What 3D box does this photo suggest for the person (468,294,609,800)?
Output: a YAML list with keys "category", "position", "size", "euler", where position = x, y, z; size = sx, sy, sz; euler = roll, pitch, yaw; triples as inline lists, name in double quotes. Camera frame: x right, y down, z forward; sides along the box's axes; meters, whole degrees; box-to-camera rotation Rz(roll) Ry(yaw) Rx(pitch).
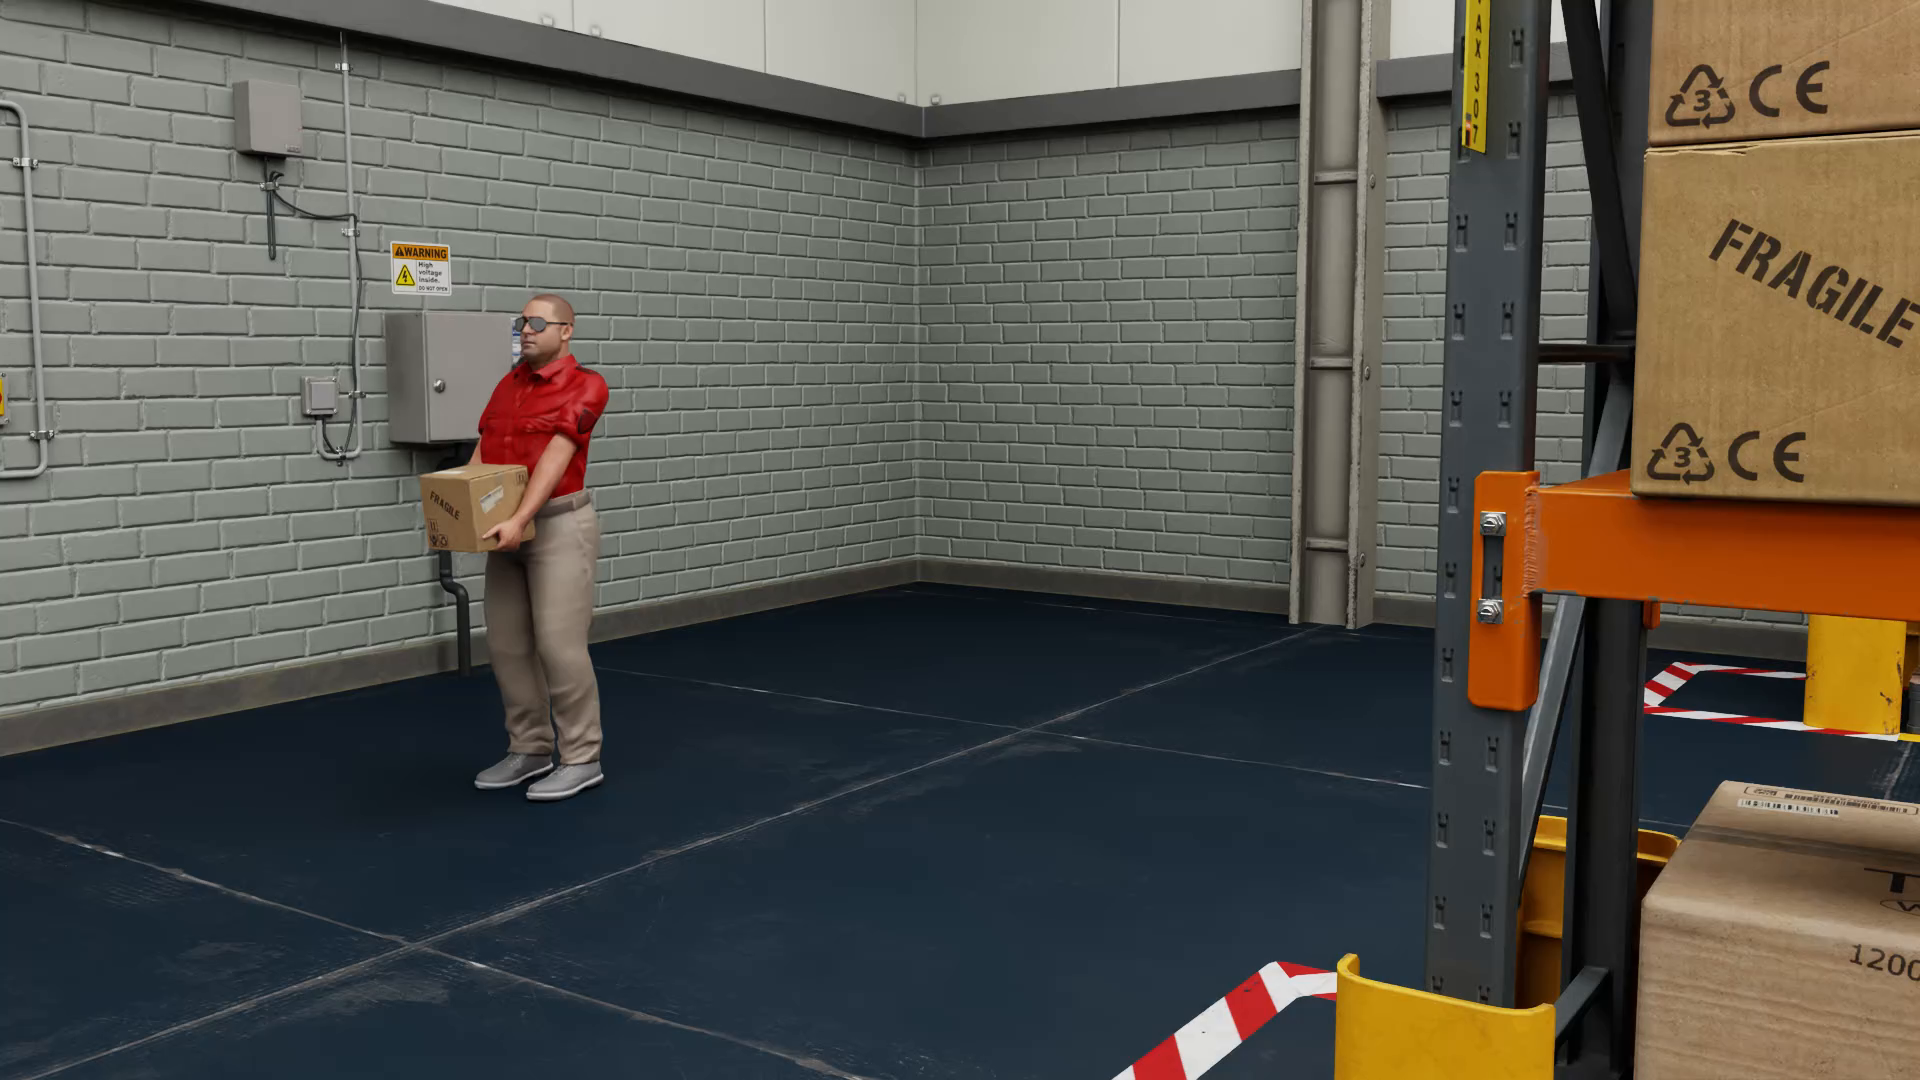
- category: "person"
  position: [-1.498, 0.021, 5.708]
  size: [0.490, 1.722, 0.540]
  euler: [4, 8, 34]
